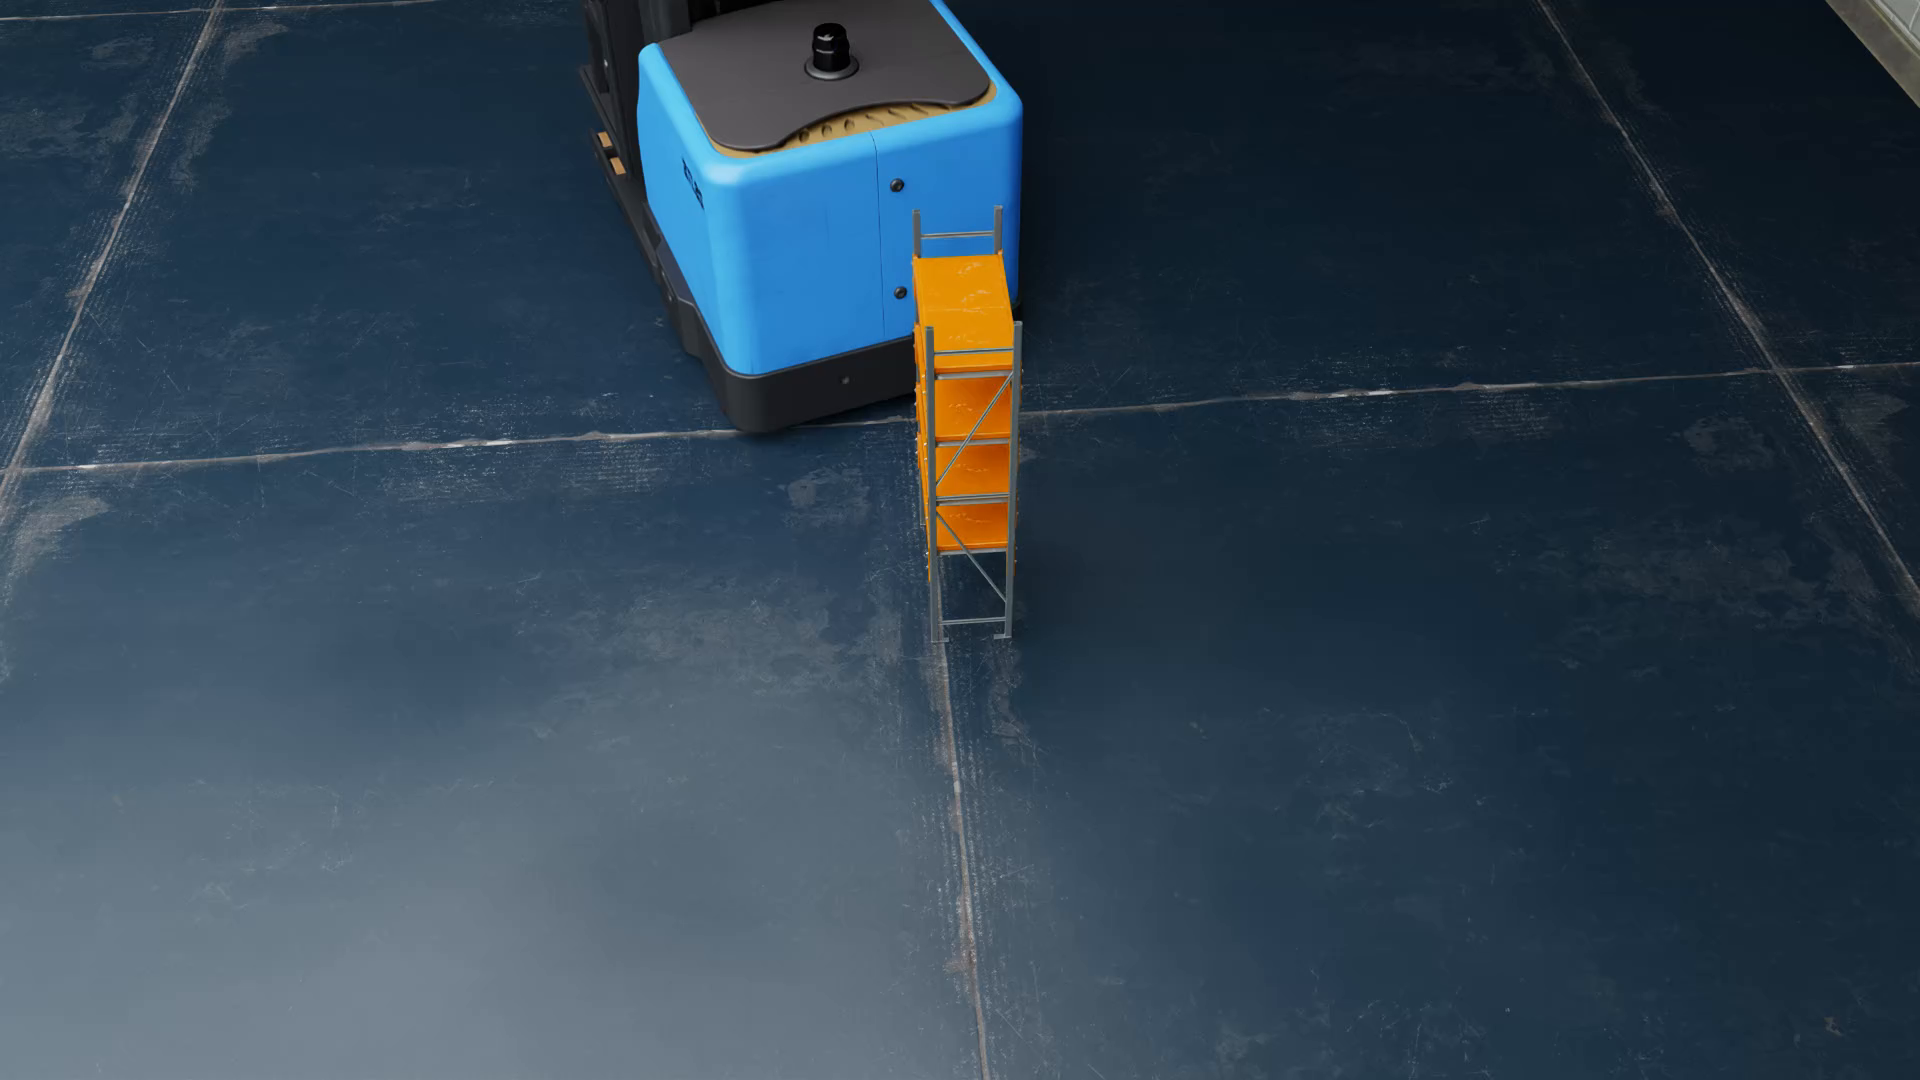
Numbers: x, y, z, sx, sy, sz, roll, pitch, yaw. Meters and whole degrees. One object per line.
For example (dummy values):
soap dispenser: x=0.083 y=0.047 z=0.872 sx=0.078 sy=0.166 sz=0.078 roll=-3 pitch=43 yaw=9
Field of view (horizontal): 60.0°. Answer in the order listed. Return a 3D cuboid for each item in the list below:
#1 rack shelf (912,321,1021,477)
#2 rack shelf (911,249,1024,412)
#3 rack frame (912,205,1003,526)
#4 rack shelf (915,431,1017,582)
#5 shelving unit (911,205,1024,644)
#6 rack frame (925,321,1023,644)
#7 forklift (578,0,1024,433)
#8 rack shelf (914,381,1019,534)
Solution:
rack shelf: x=0.014 y=-0.400 z=4.587 sx=0.258 sy=0.148 sz=0.480 roll=-3 pitch=47 yaw=-3
rack shelf: x=0.014 y=-0.563 z=4.416 sx=0.258 sy=0.148 sz=0.480 roll=-3 pitch=47 yaw=-3
rack frame: x=-0.007 y=-0.469 z=4.868 sx=0.240 sy=1.200 sz=0.015 roll=-3 pitch=47 yaw=-3
rack shelf: x=0.014 y=-0.110 z=4.894 sx=0.258 sy=0.148 sz=0.480 roll=-3 pitch=47 yaw=-3
shelving unit: x=0.014 y=-0.293 z=4.701 sx=0.258 sy=1.200 sz=0.503 roll=-3 pitch=47 yaw=-3
rack frame: x=0.034 y=-0.116 z=4.534 sx=0.240 sy=1.200 sz=0.015 roll=-3 pitch=47 yaw=-3
forklift: x=-0.819 y=-2.449 z=5.551 sx=1.130 sy=2.935 sz=3.031 roll=-17 pitch=49 yaw=-15
rack shelf: x=0.014 y=-0.247 z=4.750 sx=0.258 sy=0.148 sz=0.480 roll=-3 pitch=47 yaw=-3
